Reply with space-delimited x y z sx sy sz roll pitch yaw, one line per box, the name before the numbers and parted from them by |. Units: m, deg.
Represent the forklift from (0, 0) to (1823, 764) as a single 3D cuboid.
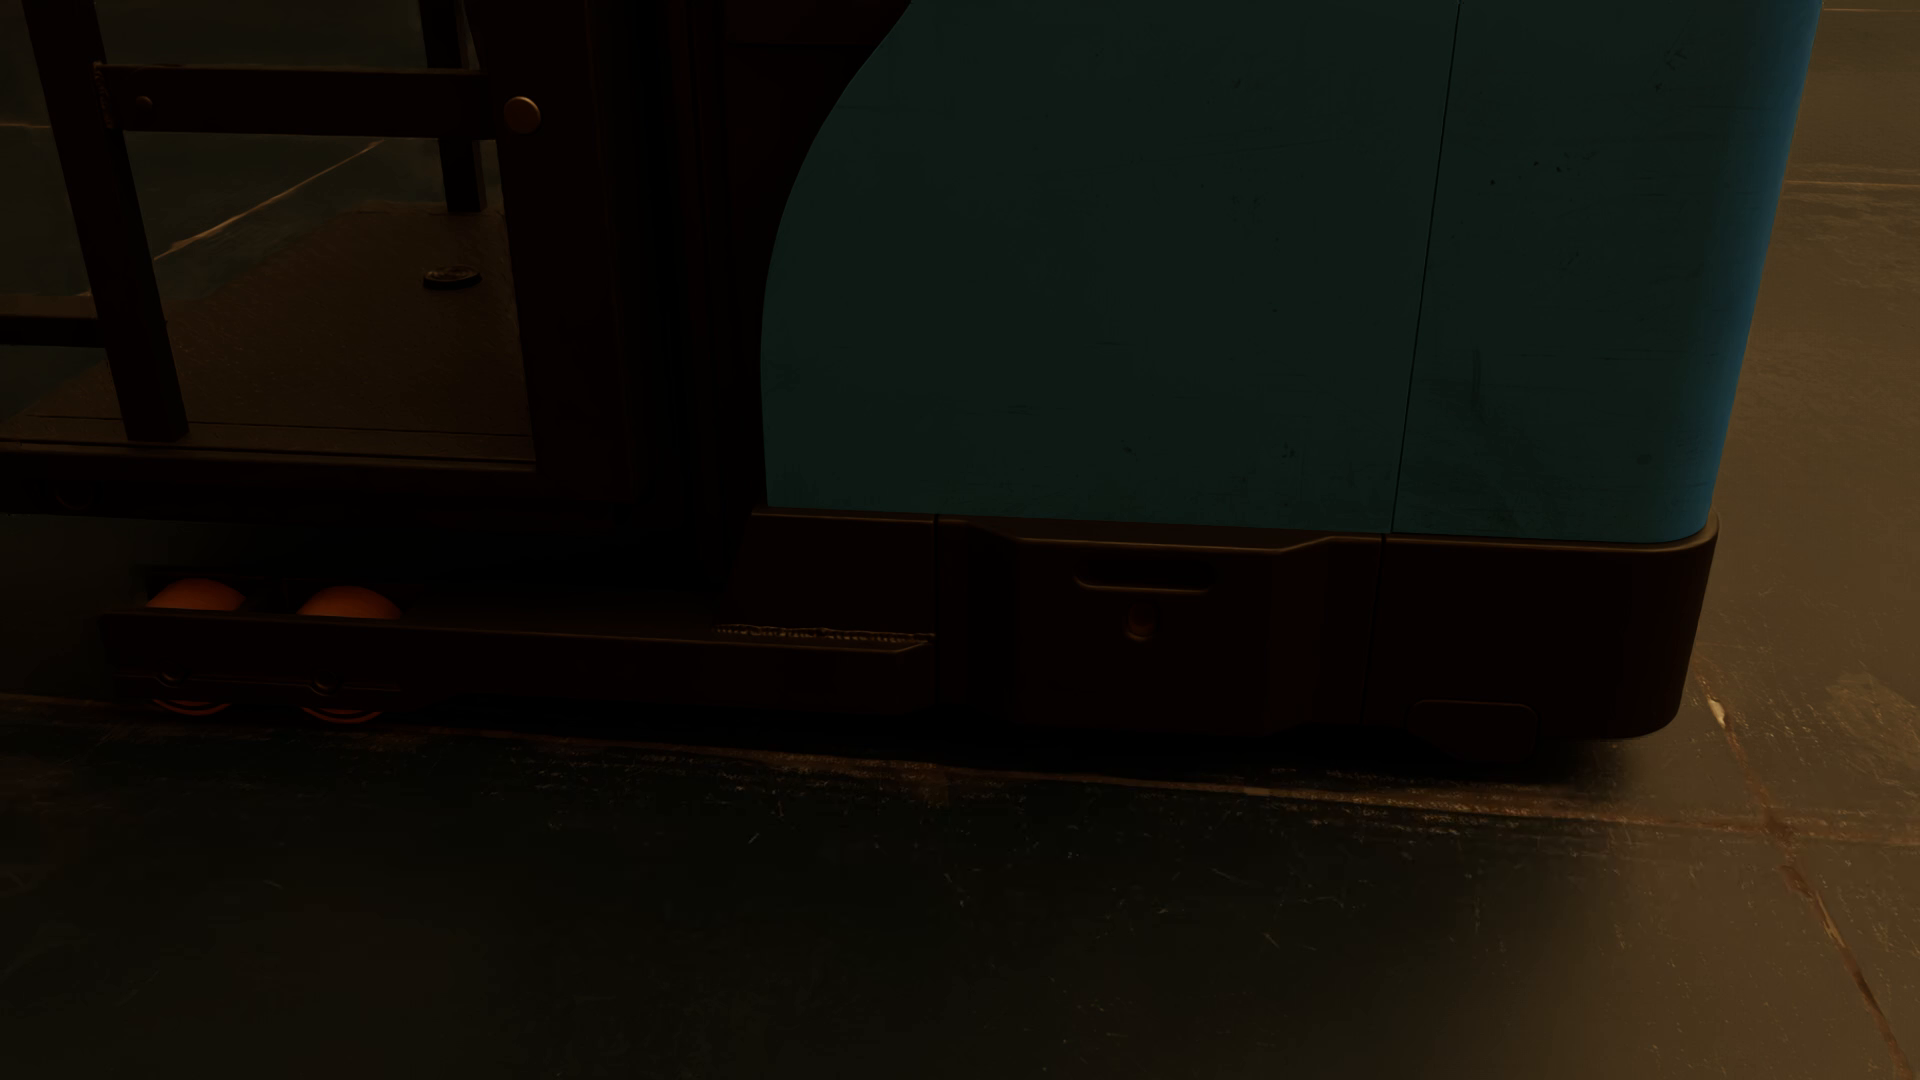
forklift | -0.618 -1.317 1.857 3.031 2.935 1.130 3 27 5
